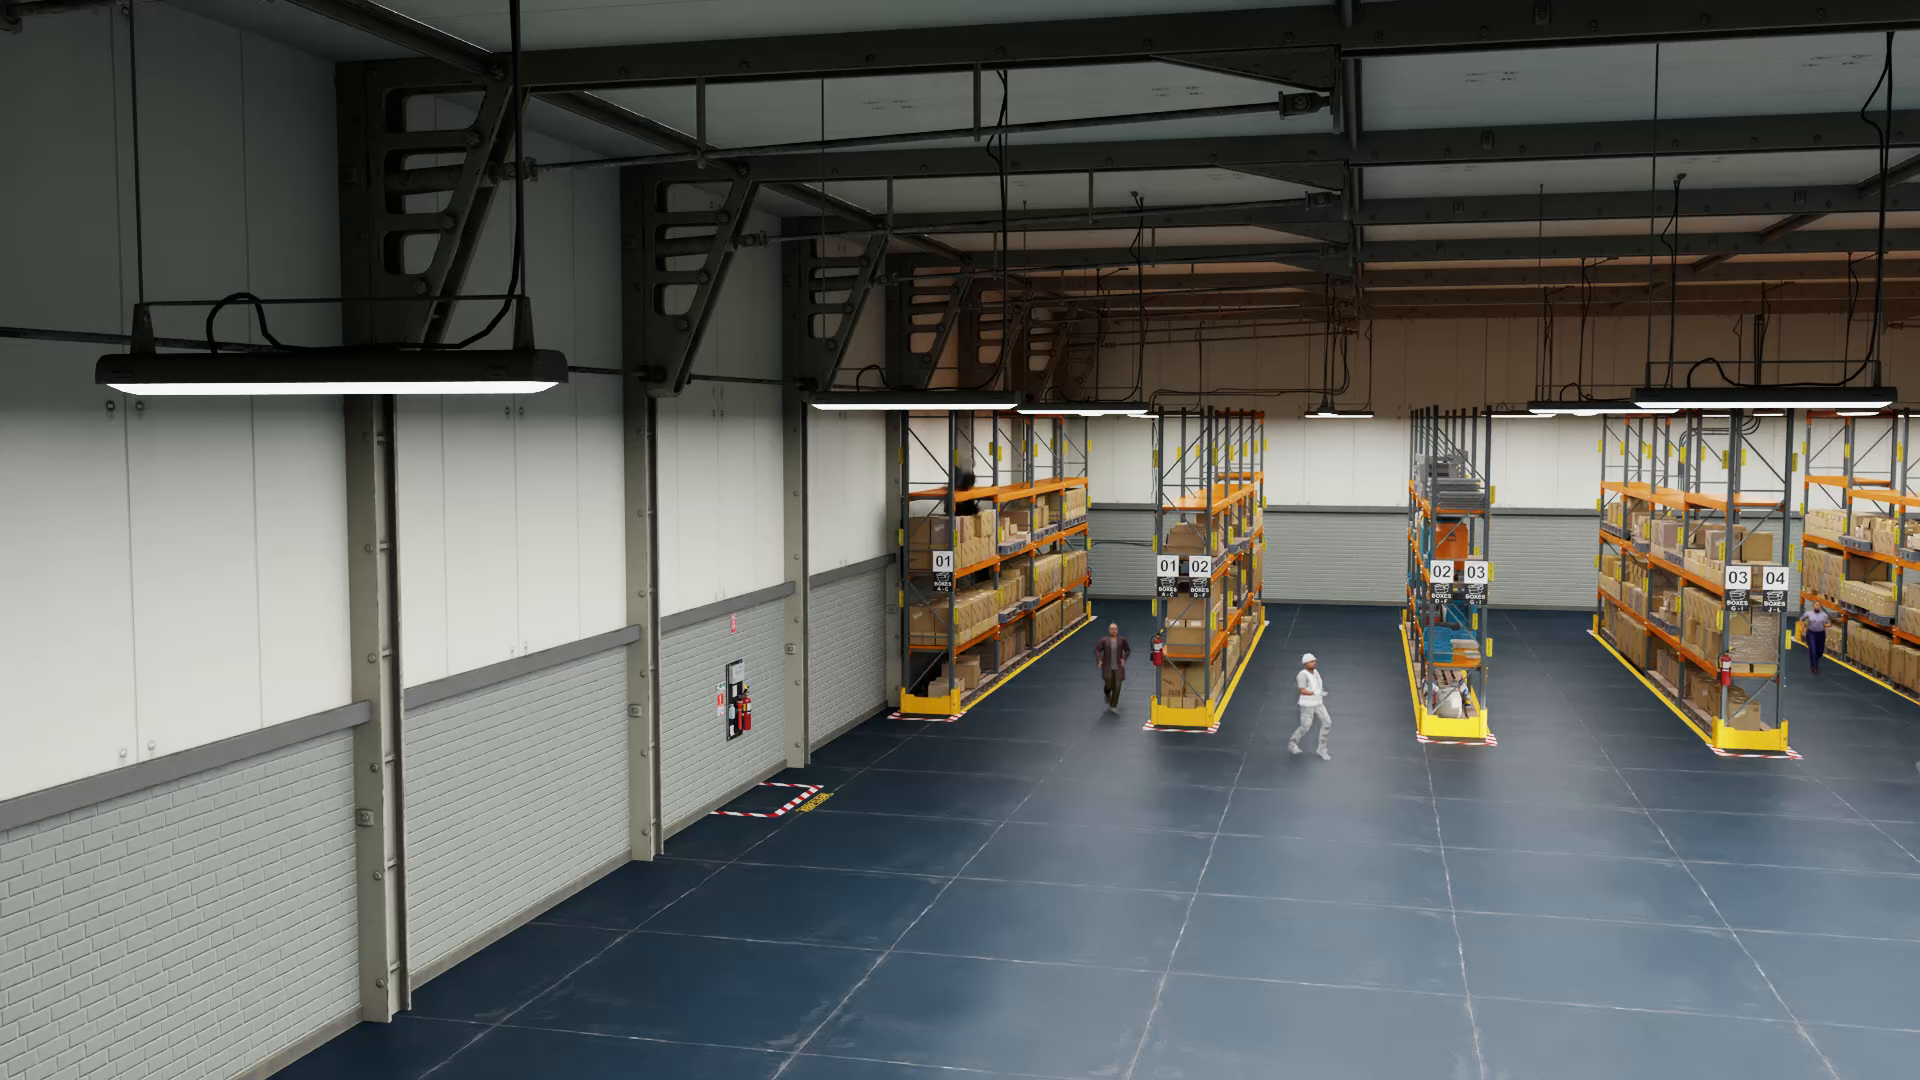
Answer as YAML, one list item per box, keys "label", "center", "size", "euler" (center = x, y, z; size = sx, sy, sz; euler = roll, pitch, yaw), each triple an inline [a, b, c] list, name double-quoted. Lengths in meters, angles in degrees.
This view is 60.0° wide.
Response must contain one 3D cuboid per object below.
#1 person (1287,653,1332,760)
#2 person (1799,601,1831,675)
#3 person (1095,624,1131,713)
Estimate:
- label: "person"
  center: [5.953, 2.827, 28.236]
  size: [0.691, 1.820, 0.775]
  euler: [-4, 6, -44]
- label: "person"
  center: [19.395, 2.184, 37.692]
  size: [0.609, 1.629, 0.940]
  euler: [1, 4, 10]
- label: "person"
  center: [3.016, 2.520, 32.776]
  size: [0.709, 1.728, 0.640]
  euler: [0, 4, 0]
